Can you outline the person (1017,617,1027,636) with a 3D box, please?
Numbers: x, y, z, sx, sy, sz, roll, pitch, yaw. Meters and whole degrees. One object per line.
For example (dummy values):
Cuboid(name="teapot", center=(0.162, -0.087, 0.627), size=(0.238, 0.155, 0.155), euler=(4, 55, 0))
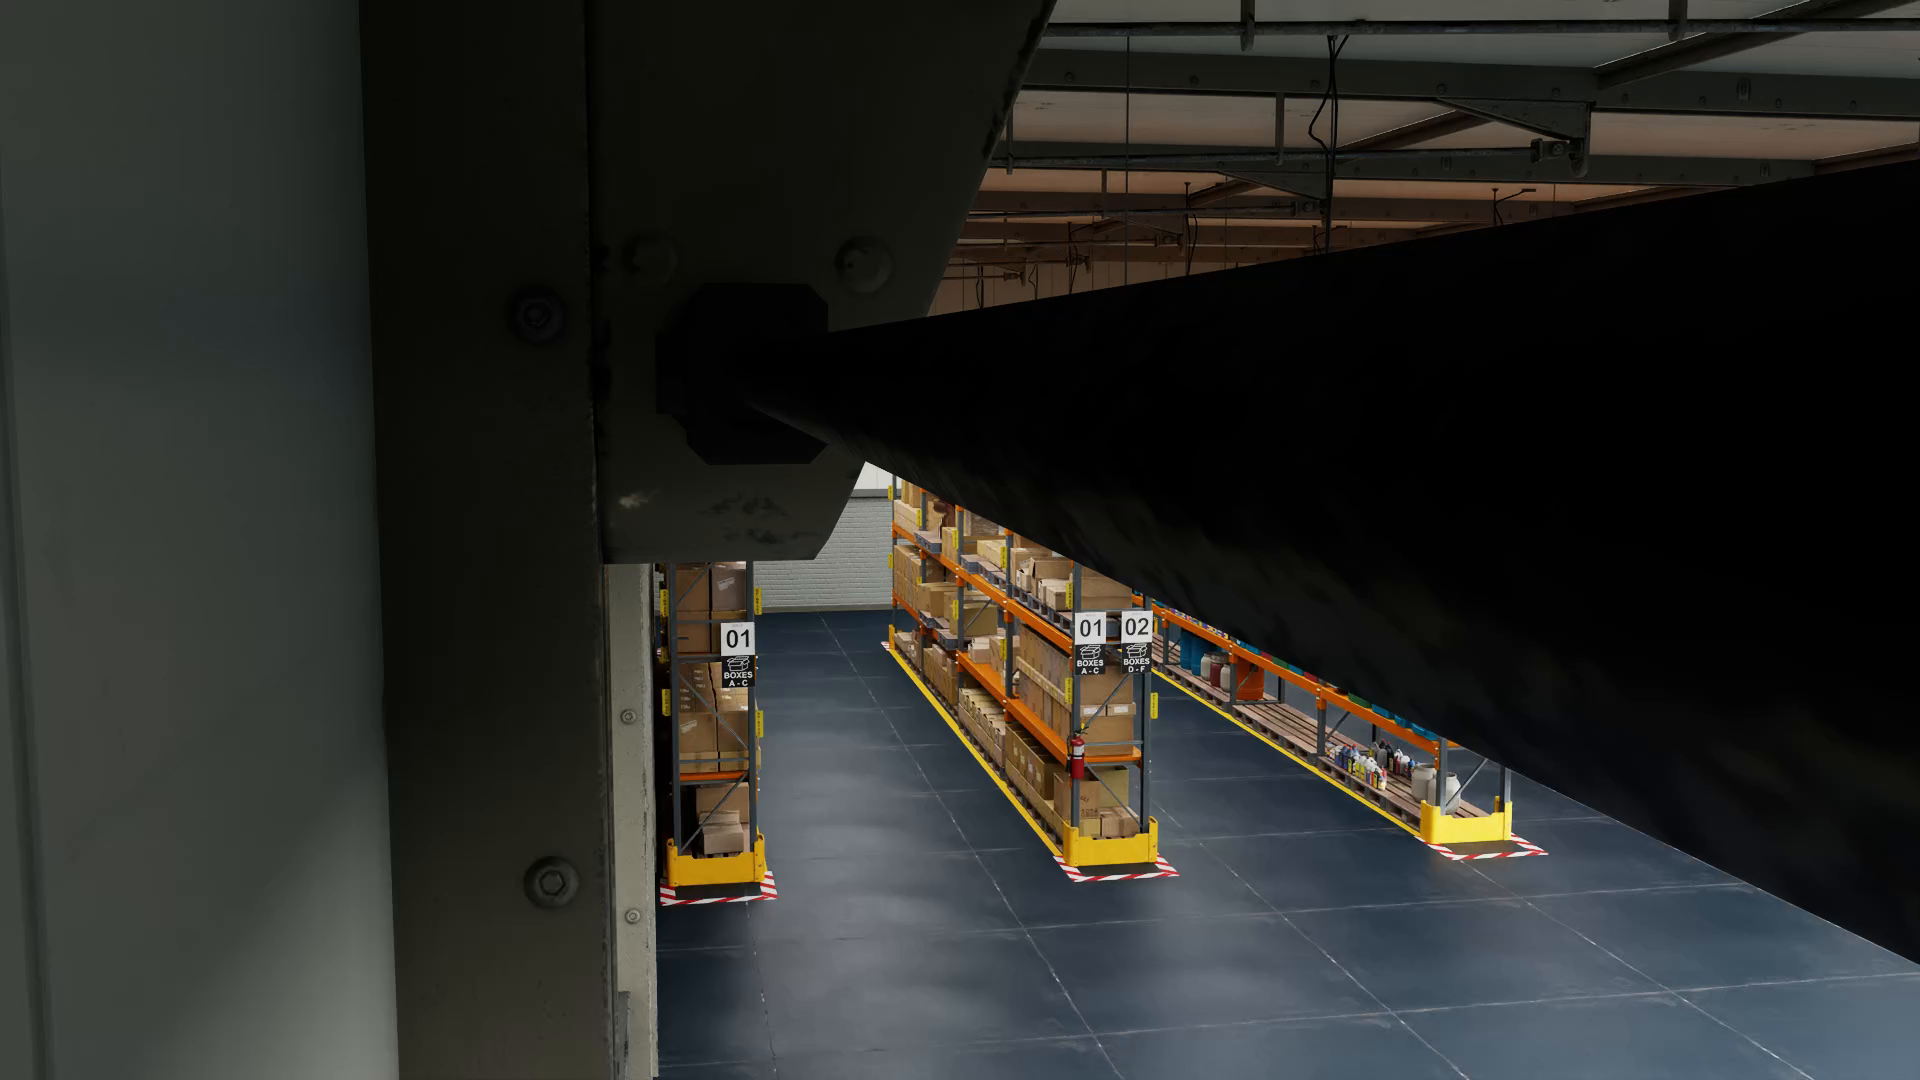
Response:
Cuboid(name="person", center=(1.399, 1.675, 34.850), size=(0.655, 1.624, 0.970), euler=(-2, 7, -21))
